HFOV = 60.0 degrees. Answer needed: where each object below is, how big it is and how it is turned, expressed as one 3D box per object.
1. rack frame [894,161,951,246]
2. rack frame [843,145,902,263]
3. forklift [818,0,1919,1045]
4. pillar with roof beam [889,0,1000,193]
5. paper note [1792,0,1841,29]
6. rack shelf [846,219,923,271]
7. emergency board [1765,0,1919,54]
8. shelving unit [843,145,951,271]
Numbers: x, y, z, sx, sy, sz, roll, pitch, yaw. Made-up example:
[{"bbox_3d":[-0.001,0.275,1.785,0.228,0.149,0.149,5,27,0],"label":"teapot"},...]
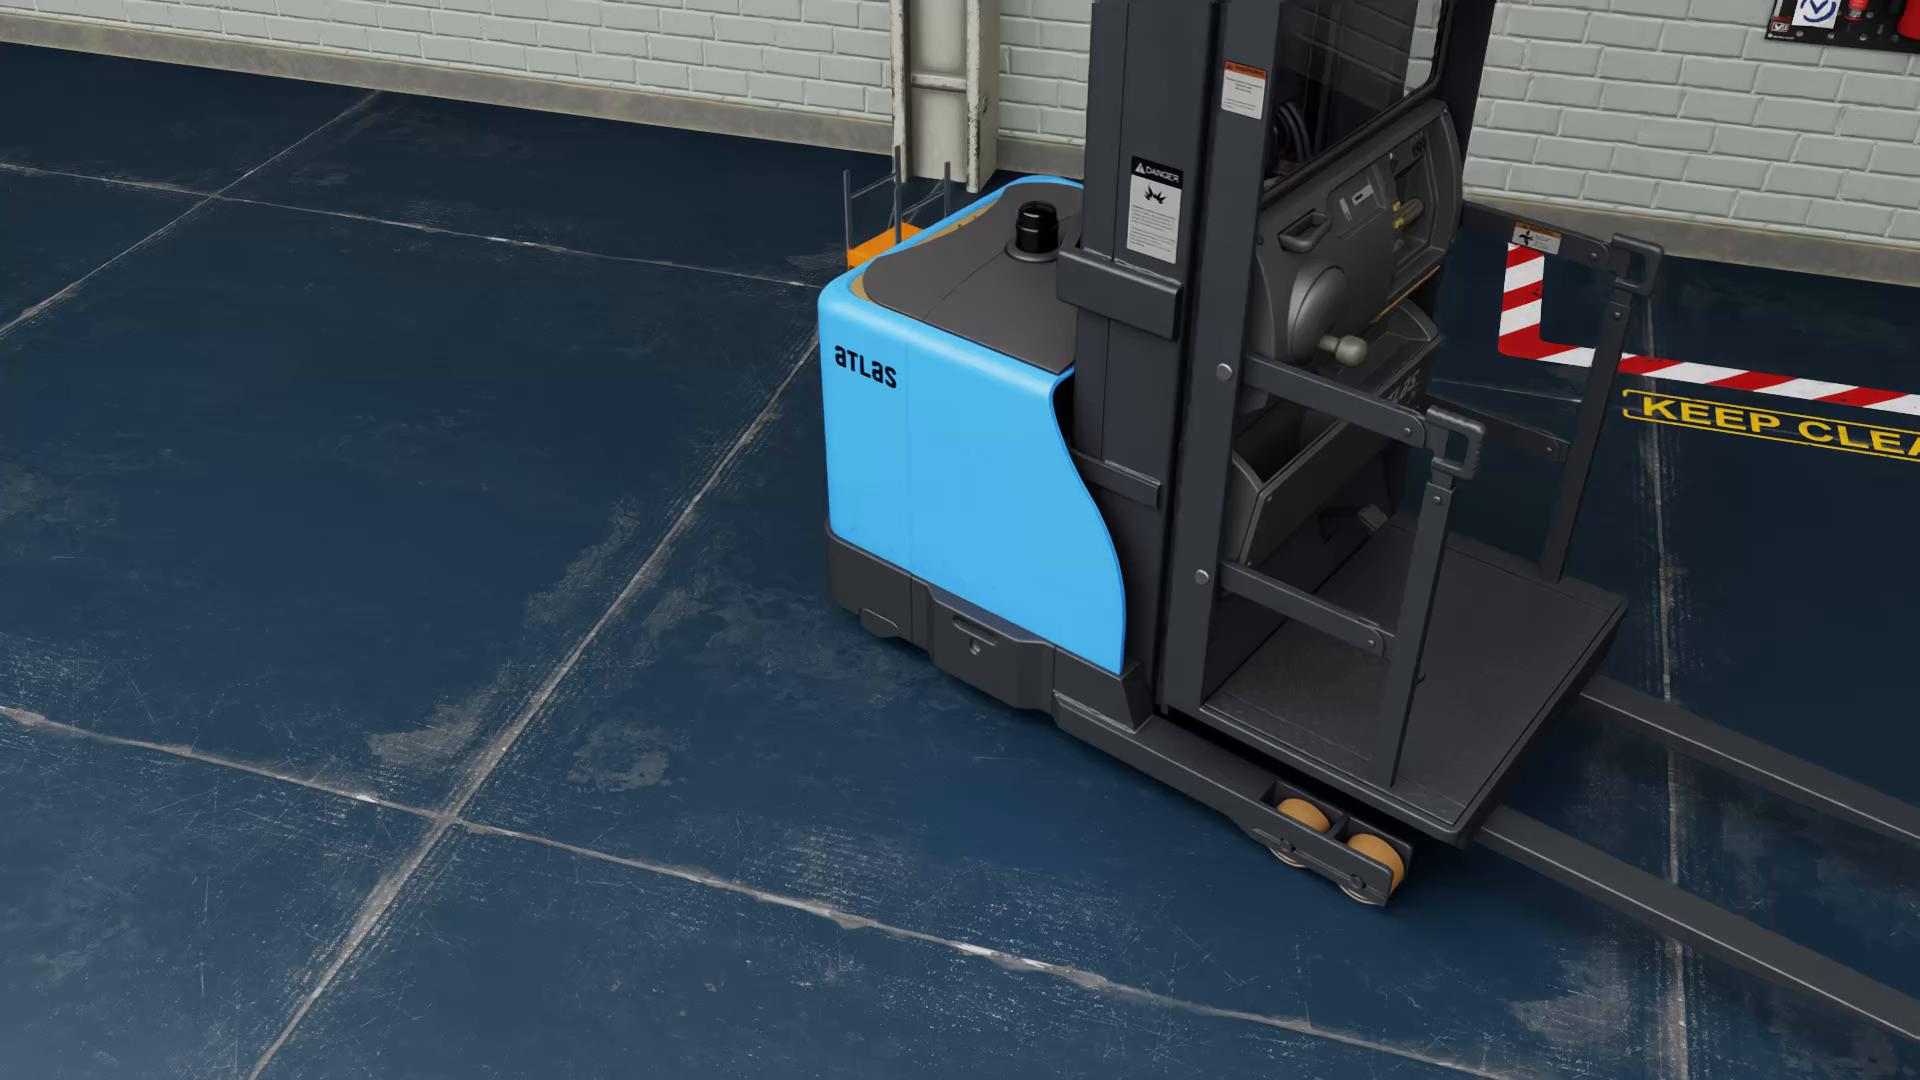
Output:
[{"bbox_3d":[-0.103,-0.526,4.953,0.006,1.200,0.240,25,43,30],"label":"rack frame"},{"bbox_3d":[-0.247,-0.593,5.044,0.006,1.200,0.240,25,43,30],"label":"rack frame"},{"bbox_3d":[1.080,-0.655,3.667,3.031,2.935,1.130,25,43,30],"label":"forklift"},{"bbox_3d":[-1.346,-2.838,1.514,0.400,9.000,9.100,10,38,14],"label":"pillar with roof beam"},{"bbox_3d":[3.169,-1.971,6.141,0.142,0.148,0.016,10,38,14],"label":"paper note"},{"bbox_3d":[-0.175,-0.814,4.811,0.180,0.103,0.258,25,43,30],"label":"rack shelf"},{"bbox_3d":[3.318,-2.255,5.784,0.643,1.169,0.194,10,38,14],"label":"emergency board"},{"bbox_3d":[-0.175,-0.560,4.998,0.189,1.200,0.258,25,43,30],"label":"shelving unit"}]
